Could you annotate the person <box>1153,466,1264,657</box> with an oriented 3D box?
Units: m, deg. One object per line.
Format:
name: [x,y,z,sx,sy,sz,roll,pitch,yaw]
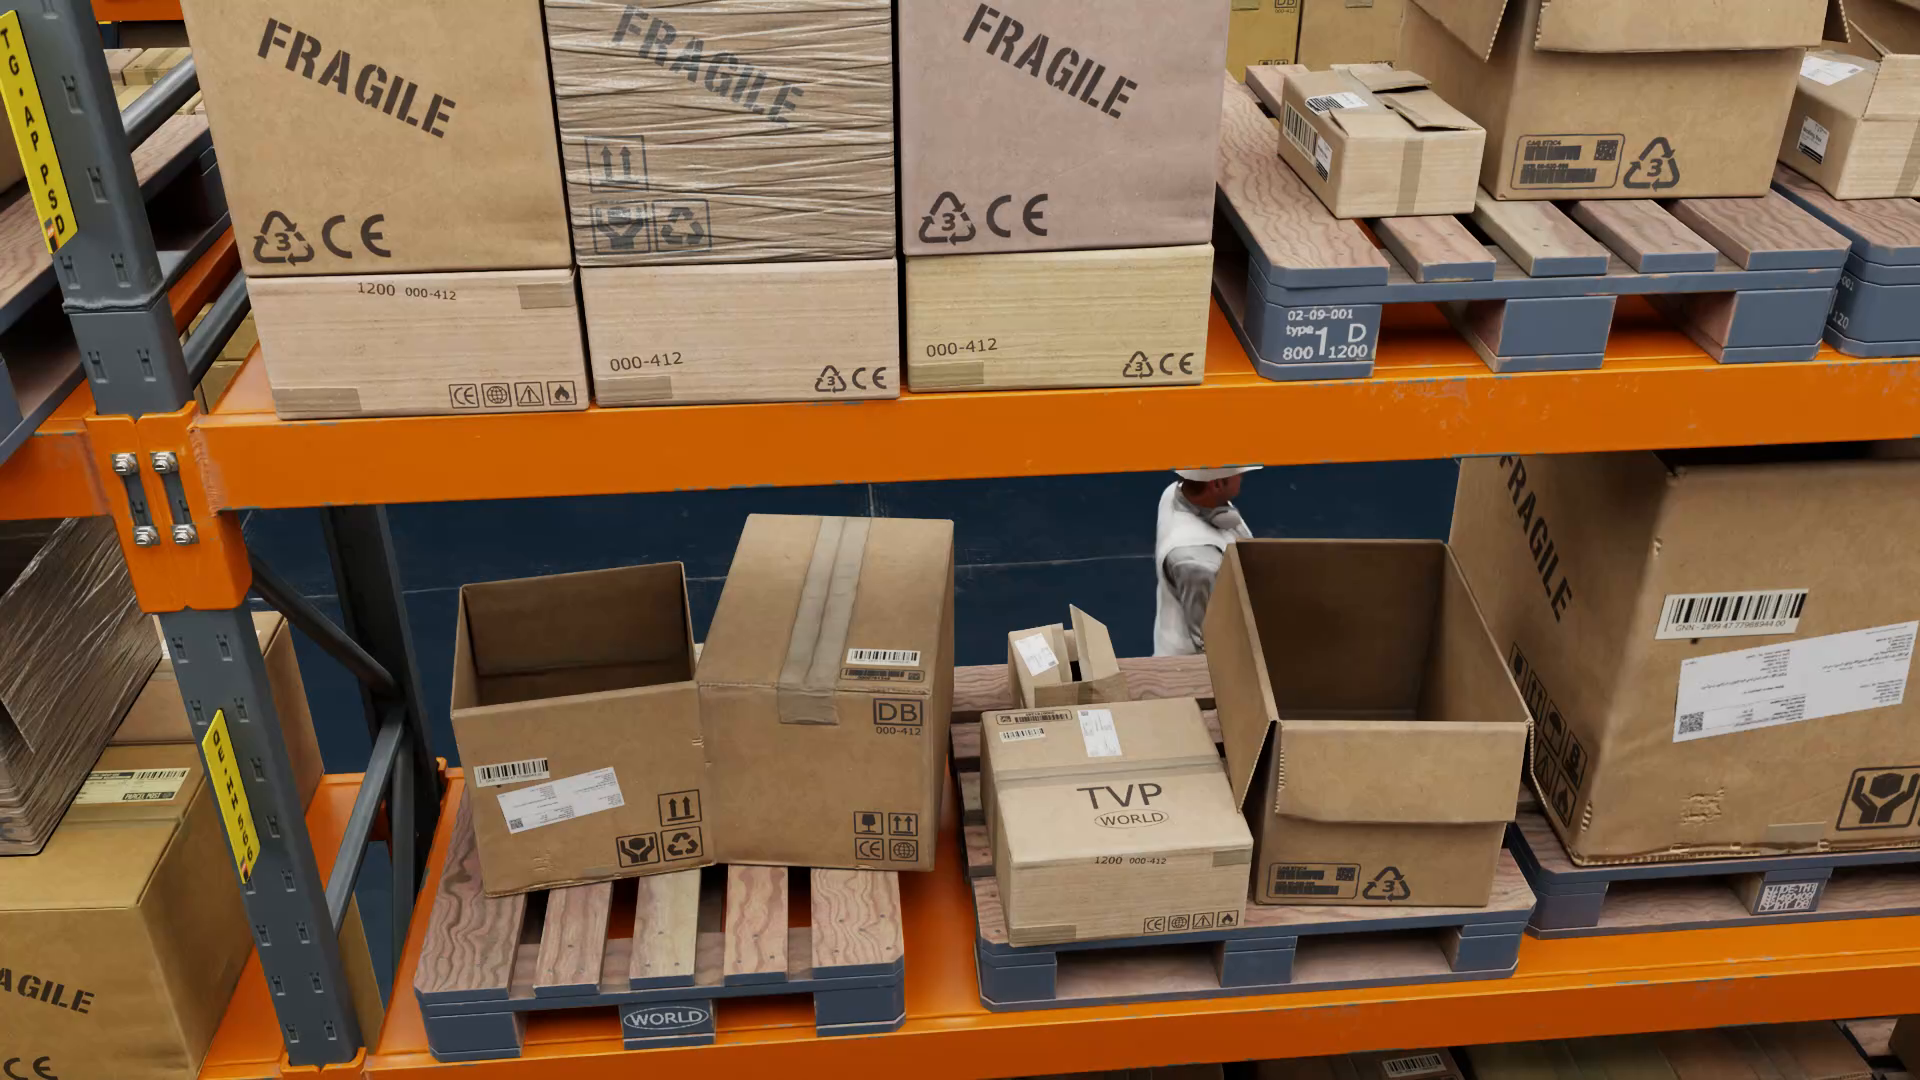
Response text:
person: [0.888,0.388,5.443,0.585,1.764,0.587,4,31,7]
